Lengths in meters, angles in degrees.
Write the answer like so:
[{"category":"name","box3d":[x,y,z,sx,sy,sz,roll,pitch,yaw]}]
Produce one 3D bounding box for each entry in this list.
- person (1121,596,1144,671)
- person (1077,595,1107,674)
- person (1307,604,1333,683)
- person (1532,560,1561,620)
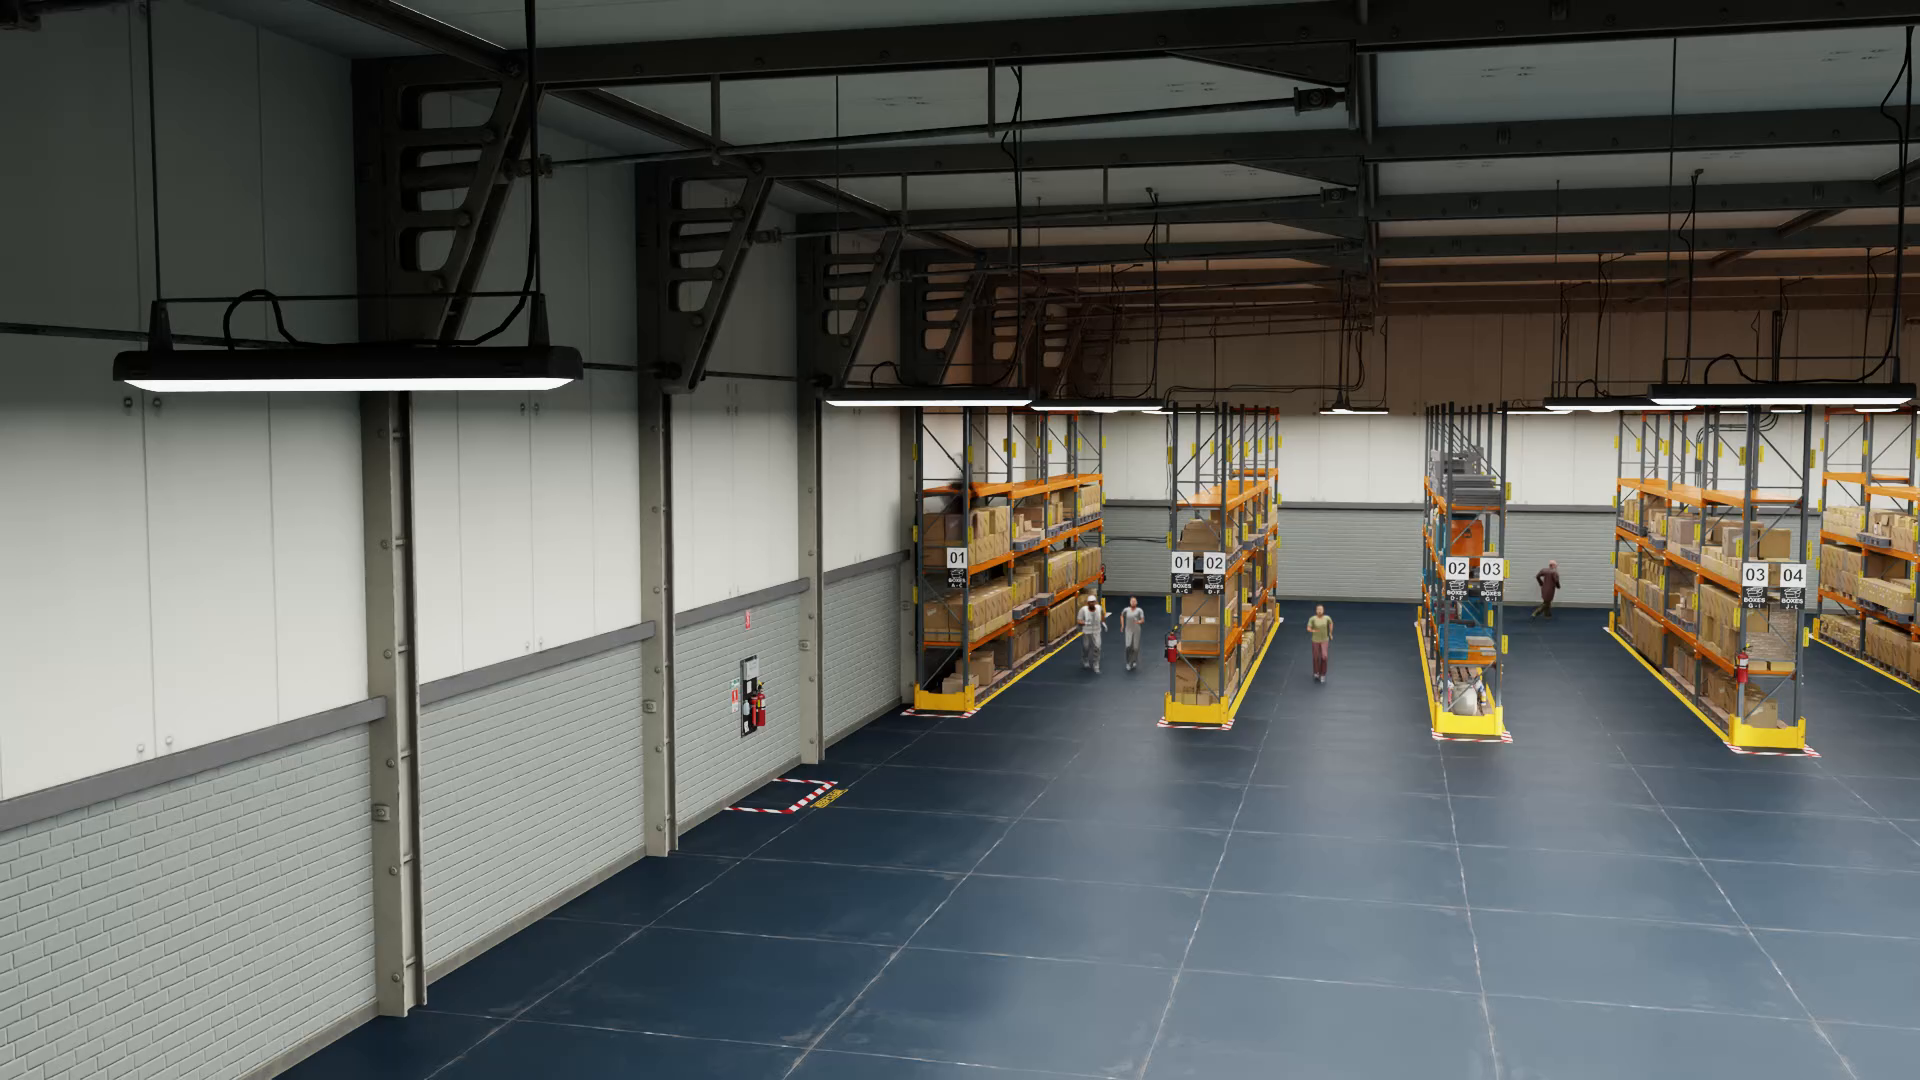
[{"category":"person","box3d":[3.901,2.110,37.634,0.534,1.688,0.703,0,4,5]},{"category":"person","box3d":[2.960,2.091,37.330,0.713,1.753,0.999,0,4,-3]},{"category":"person","box3d":[7.794,2.231,36.013,0.555,1.713,0.802,1,4,9]},{"category":"person","box3d":[16.466,1.404,46.422,0.886,1.692,0.818,-1,4,-18]}]
